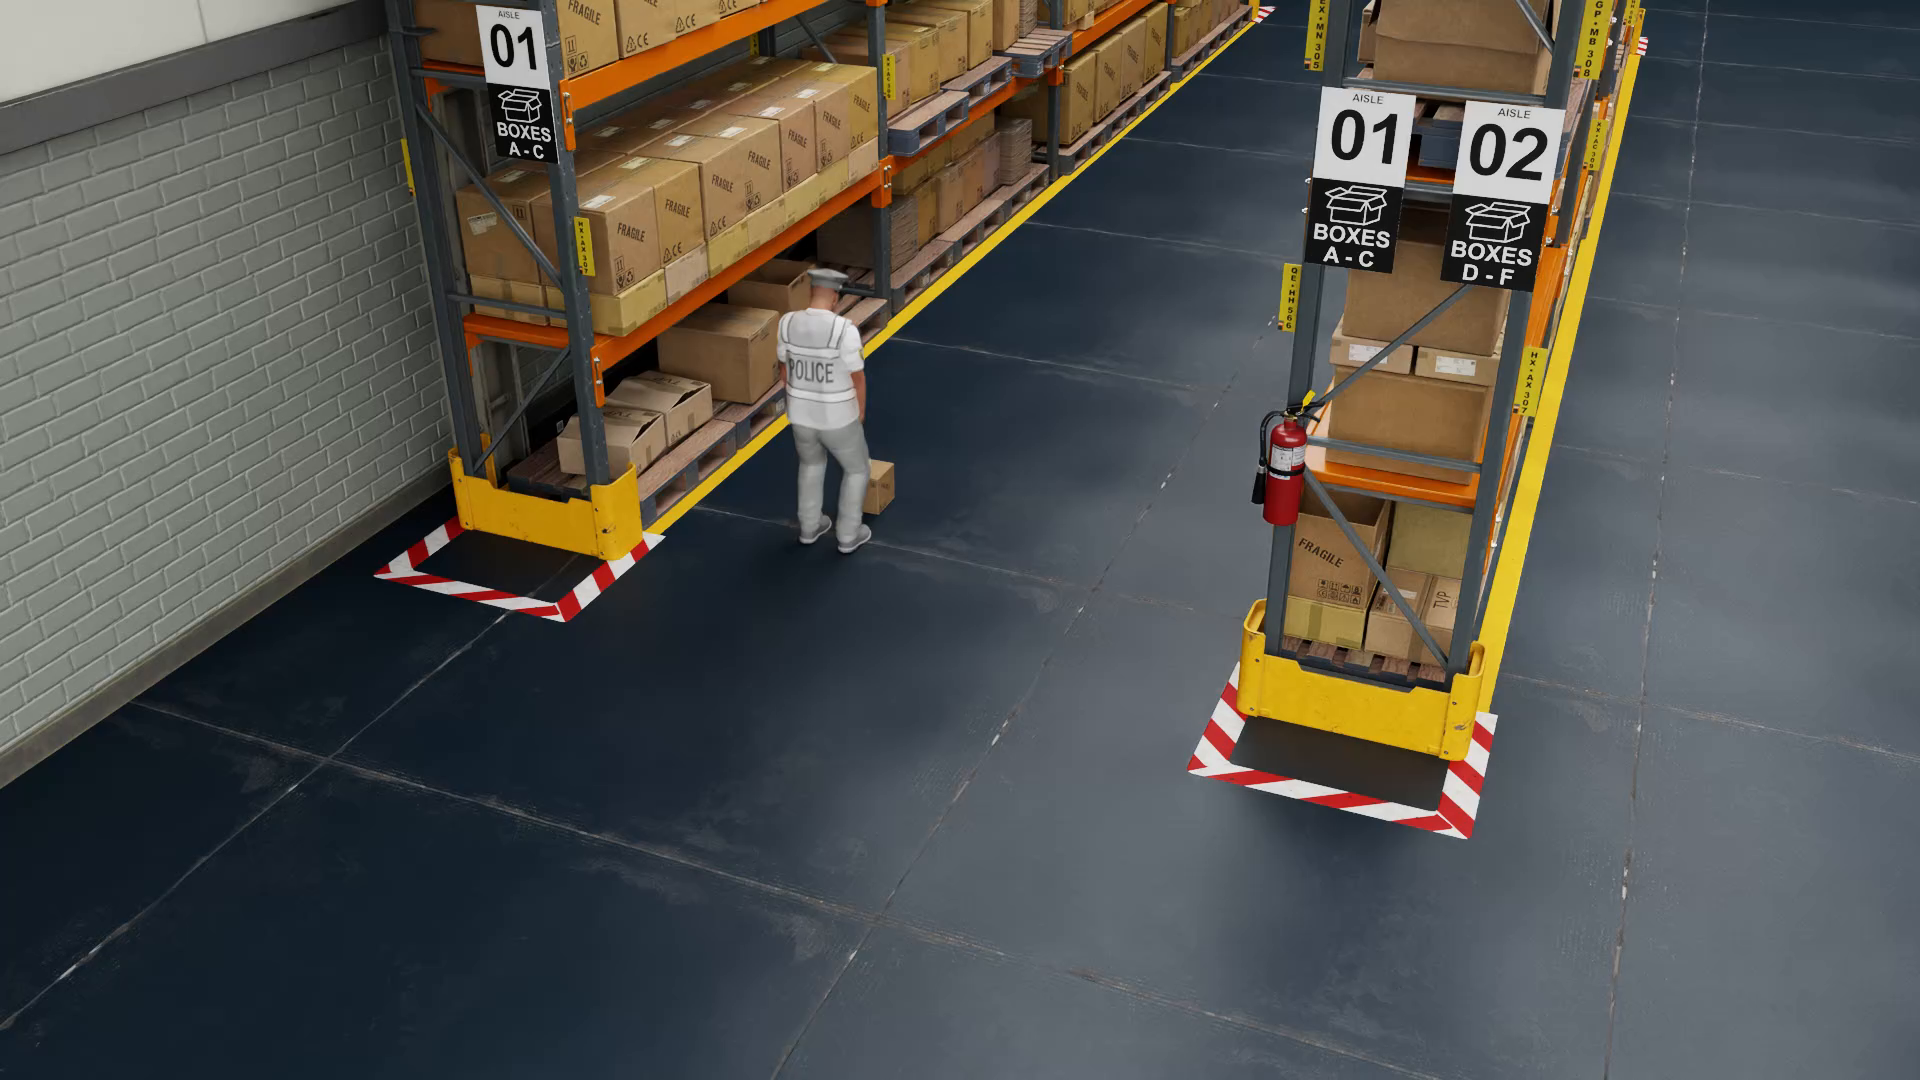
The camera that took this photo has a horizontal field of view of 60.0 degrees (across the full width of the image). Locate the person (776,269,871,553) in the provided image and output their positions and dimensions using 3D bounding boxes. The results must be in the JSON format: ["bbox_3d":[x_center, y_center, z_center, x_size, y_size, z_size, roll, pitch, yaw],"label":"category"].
[{"bbox_3d":[-0.799,-0.750,9.776,0.554,1.710,0.475,12,32,20],"label":"person"}]
